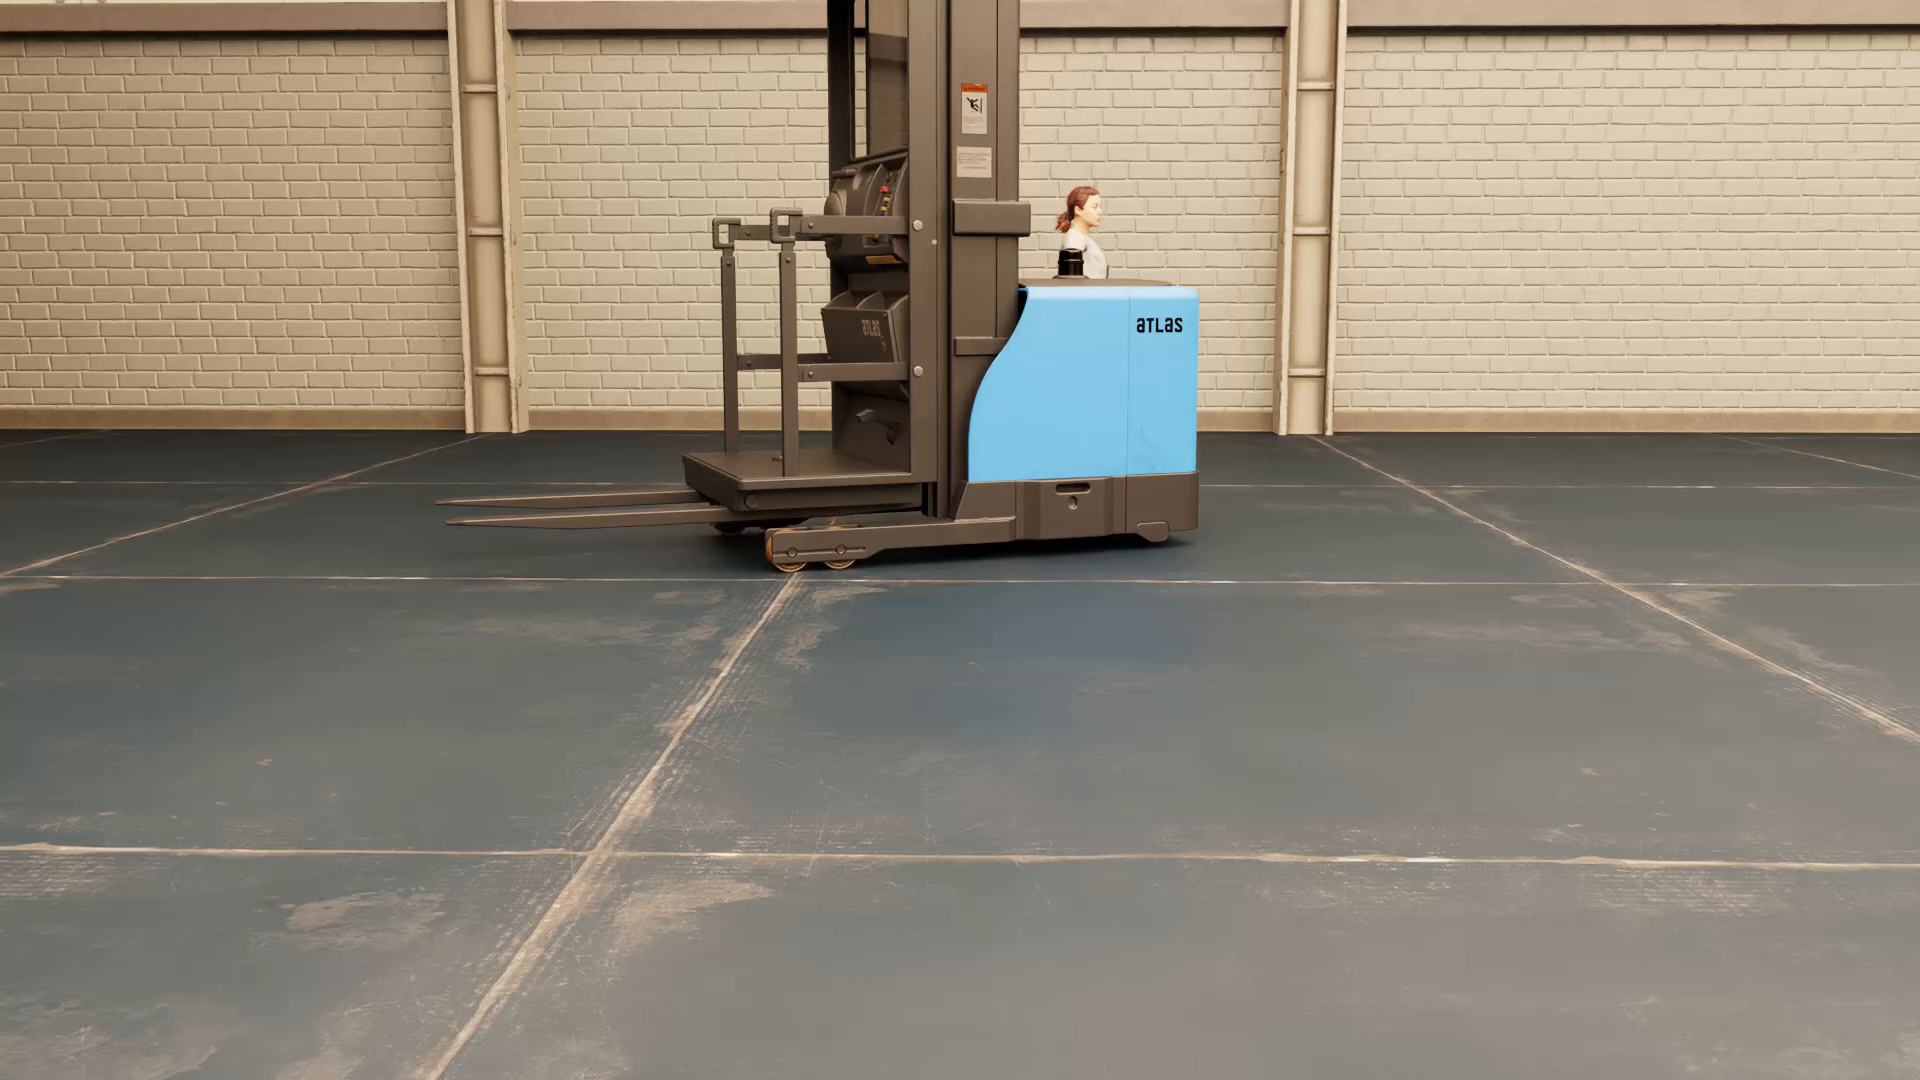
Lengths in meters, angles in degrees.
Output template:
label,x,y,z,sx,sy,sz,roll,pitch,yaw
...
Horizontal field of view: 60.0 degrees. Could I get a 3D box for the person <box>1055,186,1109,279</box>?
label,x,y,z,sx,sy,sz,roll,pitch,yaw
person,0.763,-1.294,10.065,0.400,1.673,0.528,1,9,4

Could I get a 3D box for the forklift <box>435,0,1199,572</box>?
label,x,y,z,sx,sy,sz,roll,pitch,yaw
forklift,-0.569,-1.416,6.694,3.031,2.935,1.130,-3,9,-20
